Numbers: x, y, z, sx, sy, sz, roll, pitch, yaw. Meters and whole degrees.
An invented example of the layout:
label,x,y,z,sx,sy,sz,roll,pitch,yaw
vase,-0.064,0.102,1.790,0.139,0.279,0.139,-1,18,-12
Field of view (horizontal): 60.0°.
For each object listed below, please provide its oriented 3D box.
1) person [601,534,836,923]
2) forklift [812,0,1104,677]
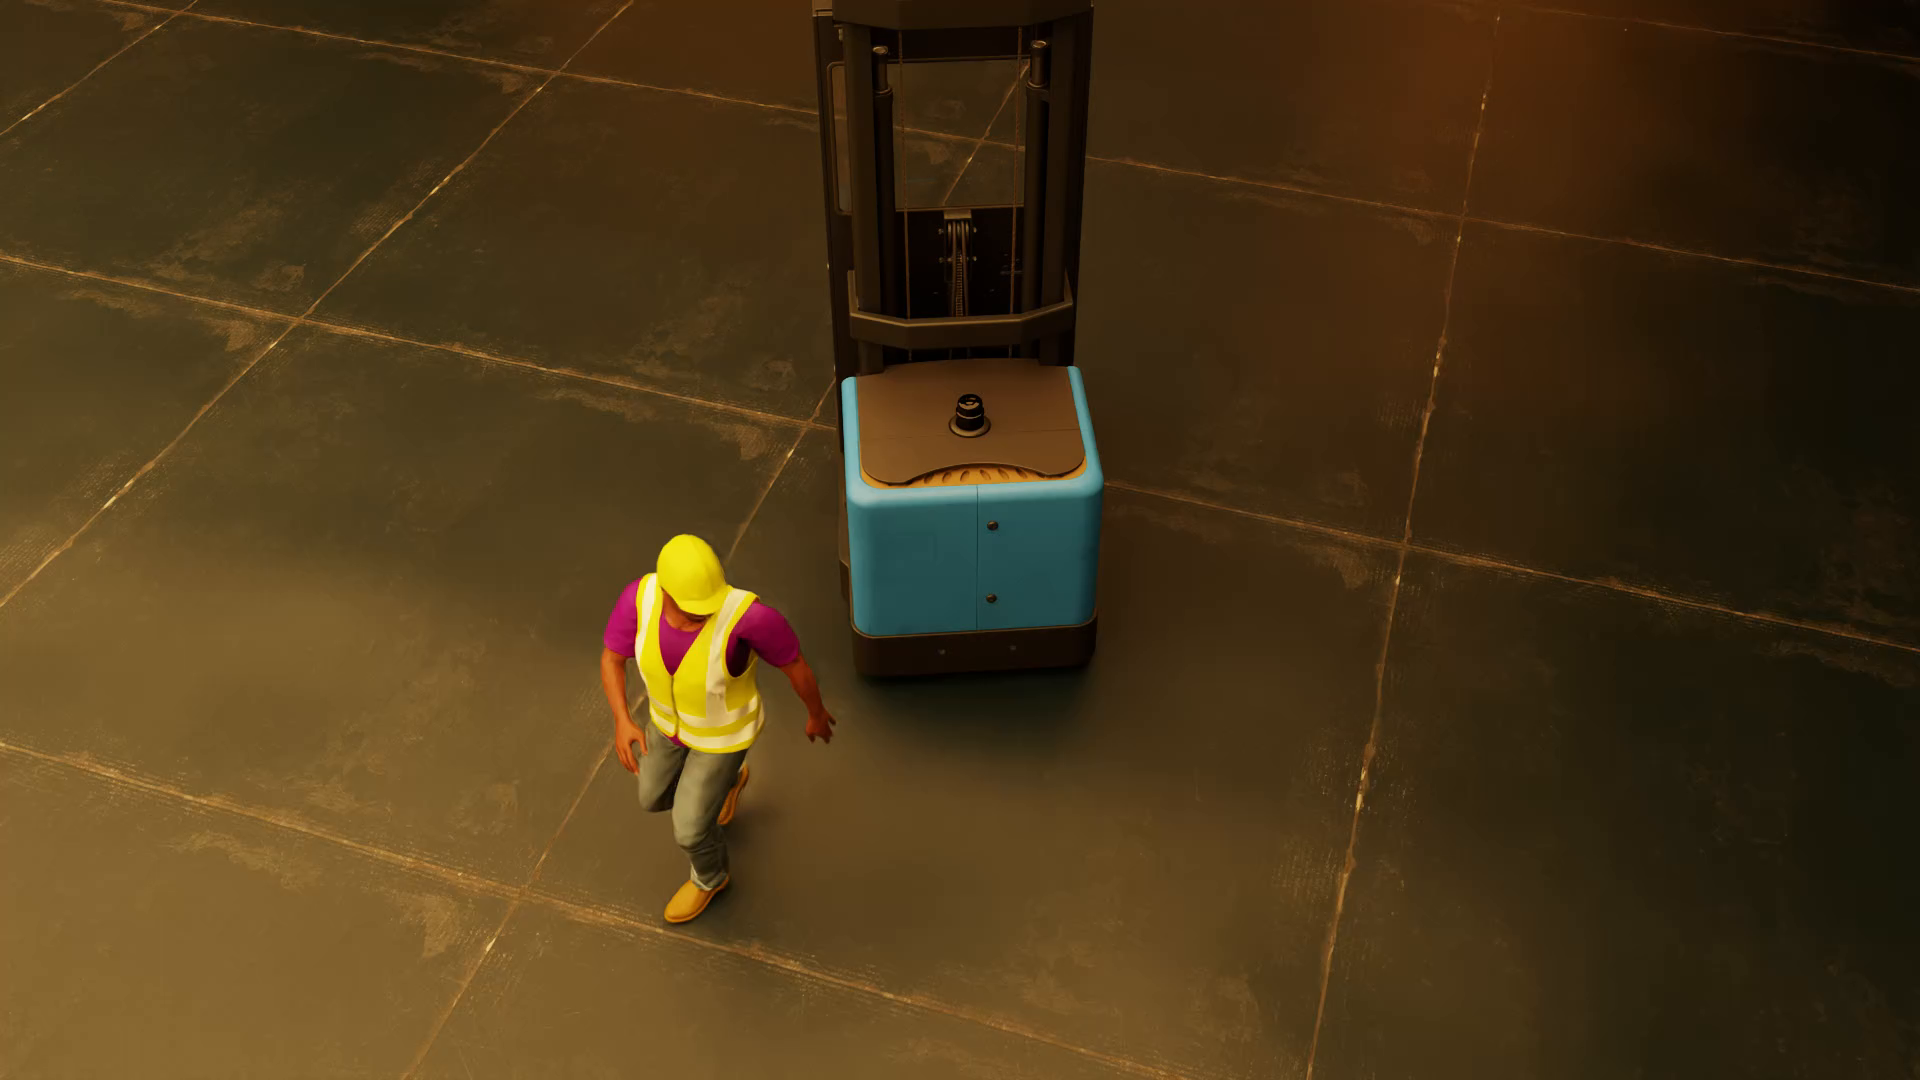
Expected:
label,x,y,z,sx,sy,sz,roll,pitch,yaw
person,-0.904,0.651,5.893,0.713,1.702,0.665,25,49,25
forklift,-0.048,-1.486,7.287,1.130,2.935,3.031,-3,43,-3
